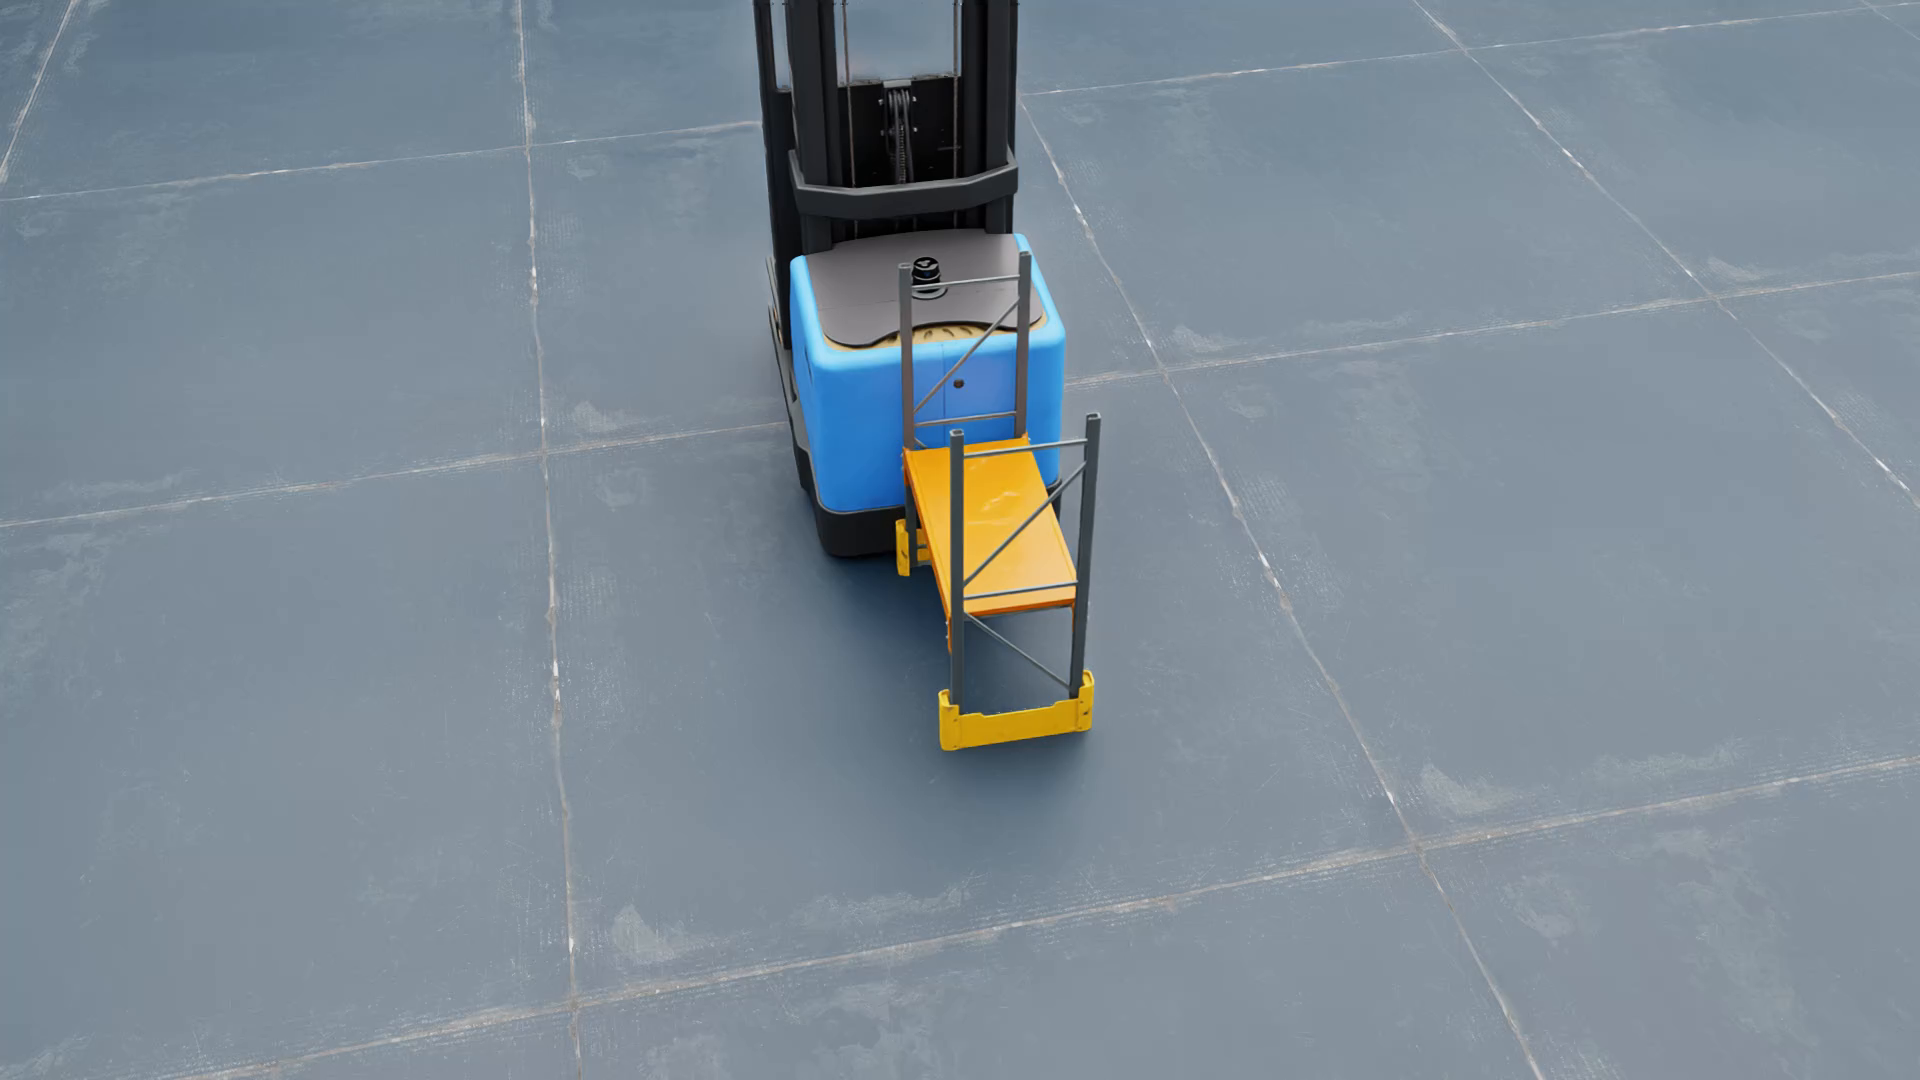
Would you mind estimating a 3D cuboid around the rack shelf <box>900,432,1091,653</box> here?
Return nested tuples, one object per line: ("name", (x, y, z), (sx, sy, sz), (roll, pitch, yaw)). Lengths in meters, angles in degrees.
("rack shelf", (0.117, -0.014, 6.407), (0.538, 0.185, 1.000), (-7, 42, -8))

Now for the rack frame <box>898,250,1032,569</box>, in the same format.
("rack frame", (0.020, -0.480, 6.660), (0.500, 1.500, 0.032), (-7, 42, -8))

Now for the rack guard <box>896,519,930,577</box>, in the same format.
("rack guard", (0.023, 0.001, 7.061), (0.587, 0.250, 0.087), (-7, 42, -8))

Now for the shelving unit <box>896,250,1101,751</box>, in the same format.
("shelving unit", (0.119, -0.142, 6.281), (0.587, 1.500, 1.083), (-7, 42, -8))

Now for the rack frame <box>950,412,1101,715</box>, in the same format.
("rack frame", (0.214, 0.183, 5.914), (0.500, 1.500, 0.032), (-7, 42, -8))

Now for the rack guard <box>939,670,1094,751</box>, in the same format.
("rack guard", (0.214, 0.650, 6.330), (0.587, 0.250, 0.087), (-7, 42, -8))

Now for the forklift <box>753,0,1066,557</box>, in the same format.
("forklift", (-0.349, -2.012, 7.309), (1.130, 2.935, 3.031), (-7, 42, -8))
